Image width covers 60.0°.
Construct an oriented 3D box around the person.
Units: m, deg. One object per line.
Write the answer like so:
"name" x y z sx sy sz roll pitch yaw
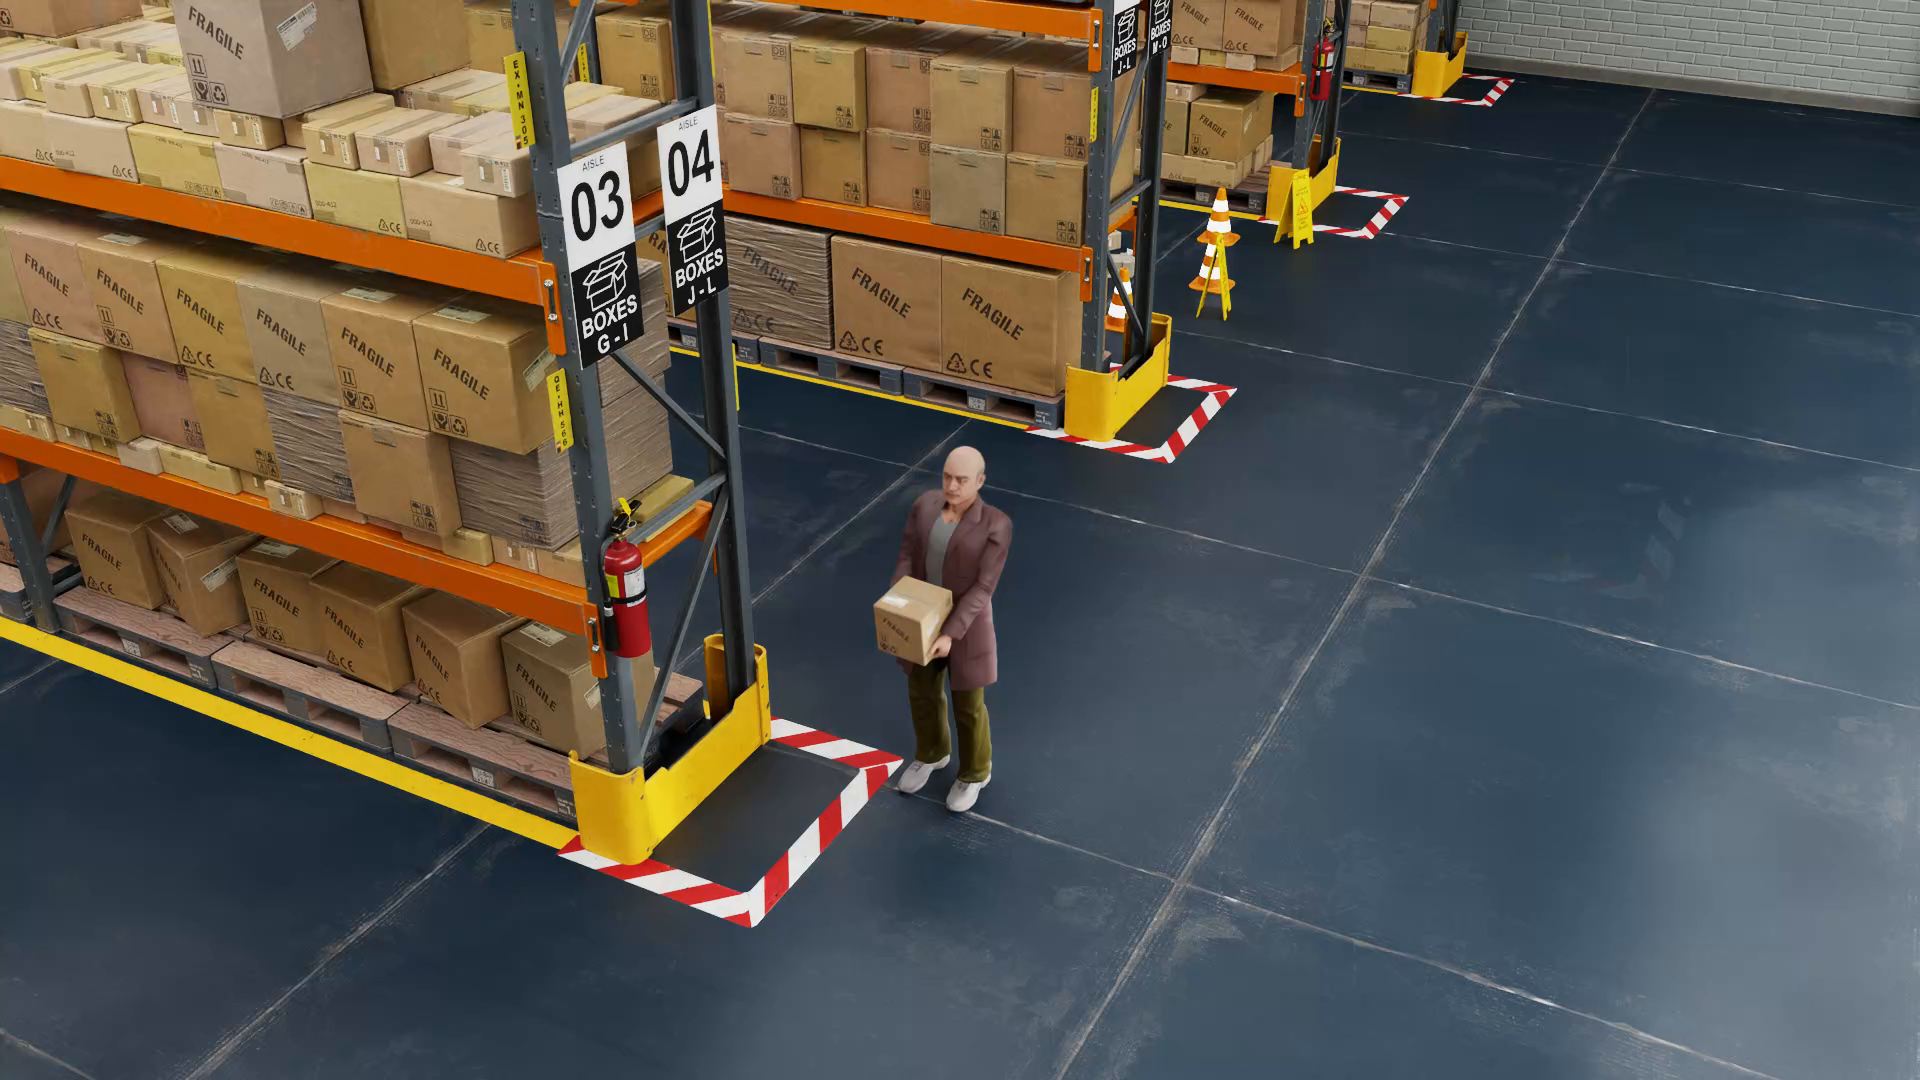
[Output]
"person" -0.055 0.406 7.592 0.579 1.781 0.443 17 34 27
